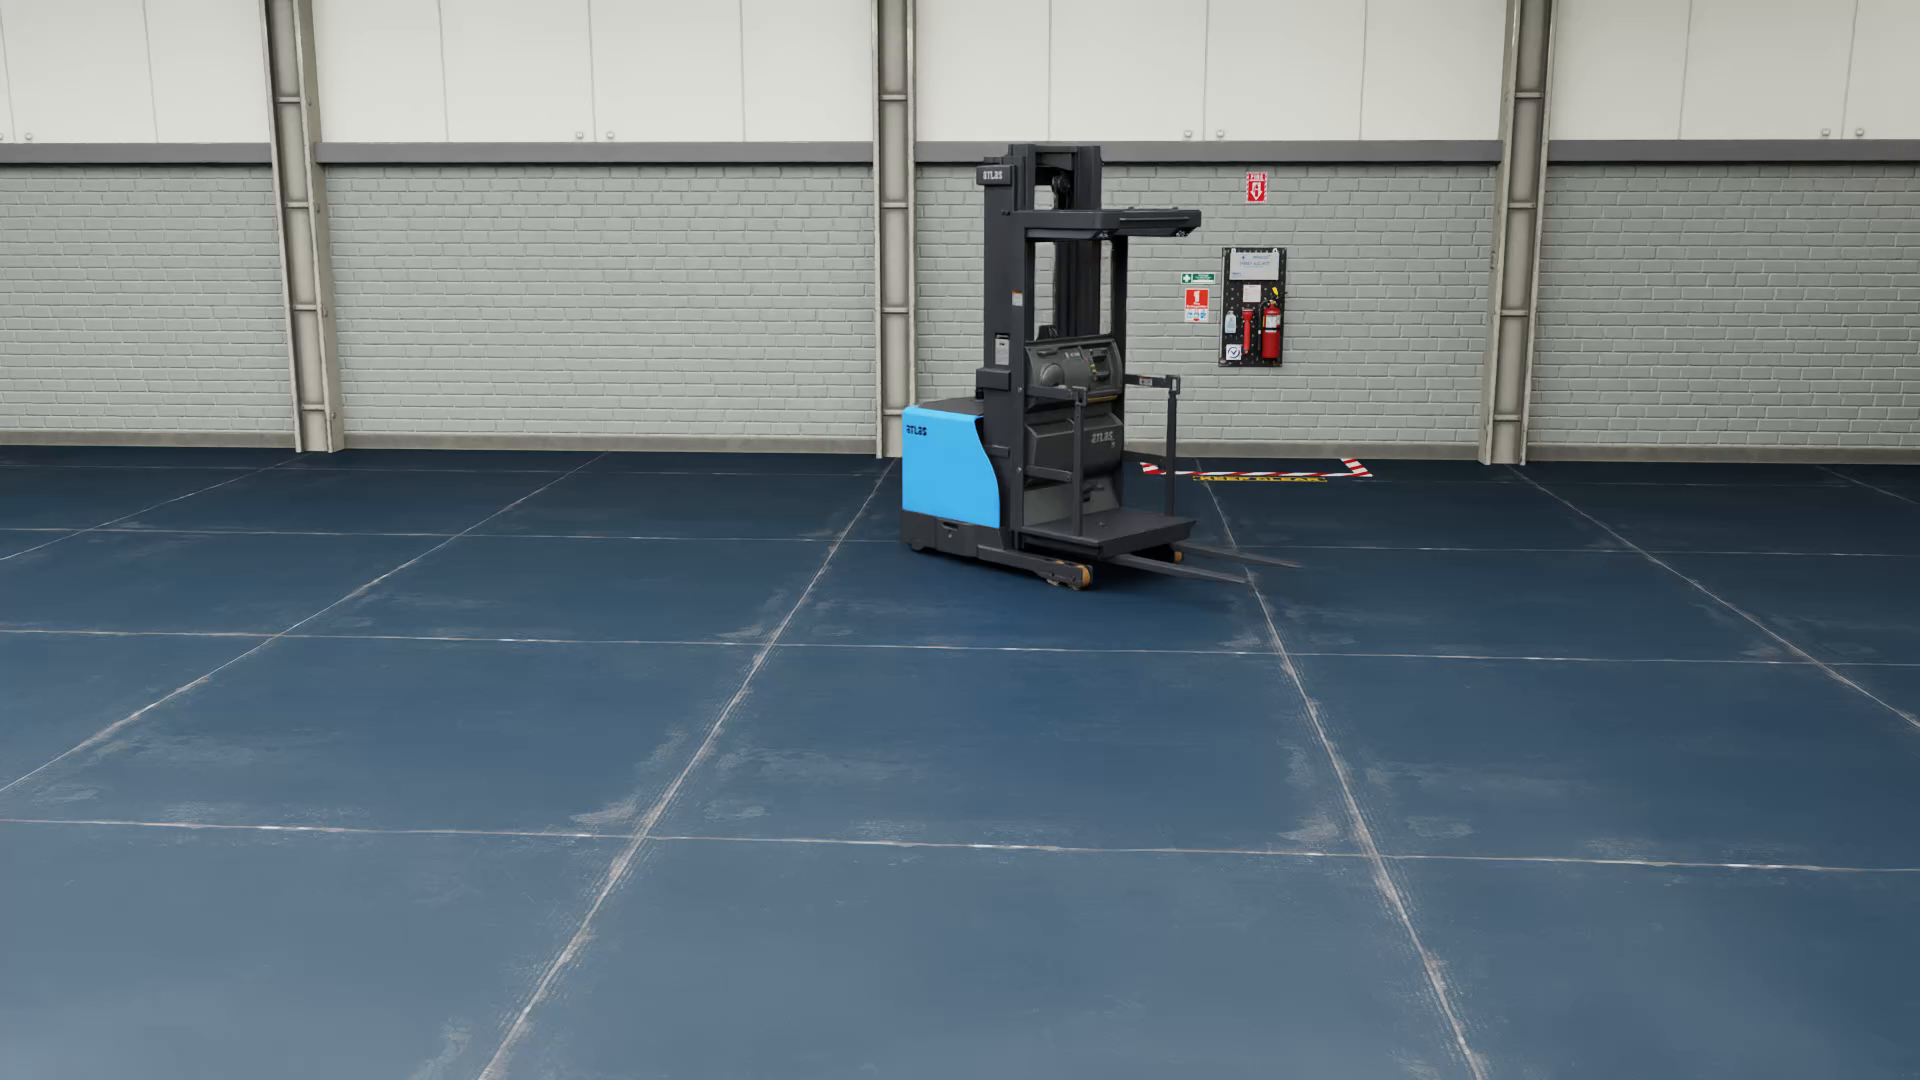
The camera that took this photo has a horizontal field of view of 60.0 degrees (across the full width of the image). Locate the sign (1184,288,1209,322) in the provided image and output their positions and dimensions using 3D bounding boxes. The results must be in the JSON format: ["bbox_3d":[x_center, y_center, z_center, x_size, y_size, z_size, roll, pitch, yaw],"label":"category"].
[{"bbox_3d":[2.345,-2.324,16.467,0.234,0.329,0.001,1,12,4],"label":"sign"}]

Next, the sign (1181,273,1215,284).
[{"bbox_3d":[2.349,-2.582,16.404,0.331,0.109,0.001,1,12,4],"label":"sign"}]

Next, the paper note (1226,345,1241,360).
[{"bbox_3d":[2.718,-1.864,16.503,0.142,0.148,0.016,1,12,4],"label":"paper note"}]

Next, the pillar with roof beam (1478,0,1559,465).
[{"bbox_3d":[5.065,-4.294,11.316,0.400,9.000,9.100,1,12,4],"label":"pillar with roof beam"}]

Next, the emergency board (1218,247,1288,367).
[{"bbox_3d":[2.890,-2.278,16.334,0.643,1.169,0.194,1,12,4],"label":"emergency board"}]

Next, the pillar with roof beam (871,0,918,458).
[{"bbox_3d":[-0.922,-4.376,11.709,0.400,9.000,9.100,1,12,4],"label":"pillar with roof beam"}]

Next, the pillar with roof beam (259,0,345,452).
[{"bbox_3d":[-6.908,-4.458,12.101,0.400,9.000,9.100,1,12,4],"label":"pillar with roof beam"}]

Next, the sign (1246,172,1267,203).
[{"bbox_3d":[2.888,-3.433,16.194,0.199,0.298,0.001,1,12,4],"label":"sign"}]

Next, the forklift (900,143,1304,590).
[{"bbox_3d":[0.951,-1.220,11.443,1.130,2.935,3.031,-11,16,-44],"label":"forklift"}]
